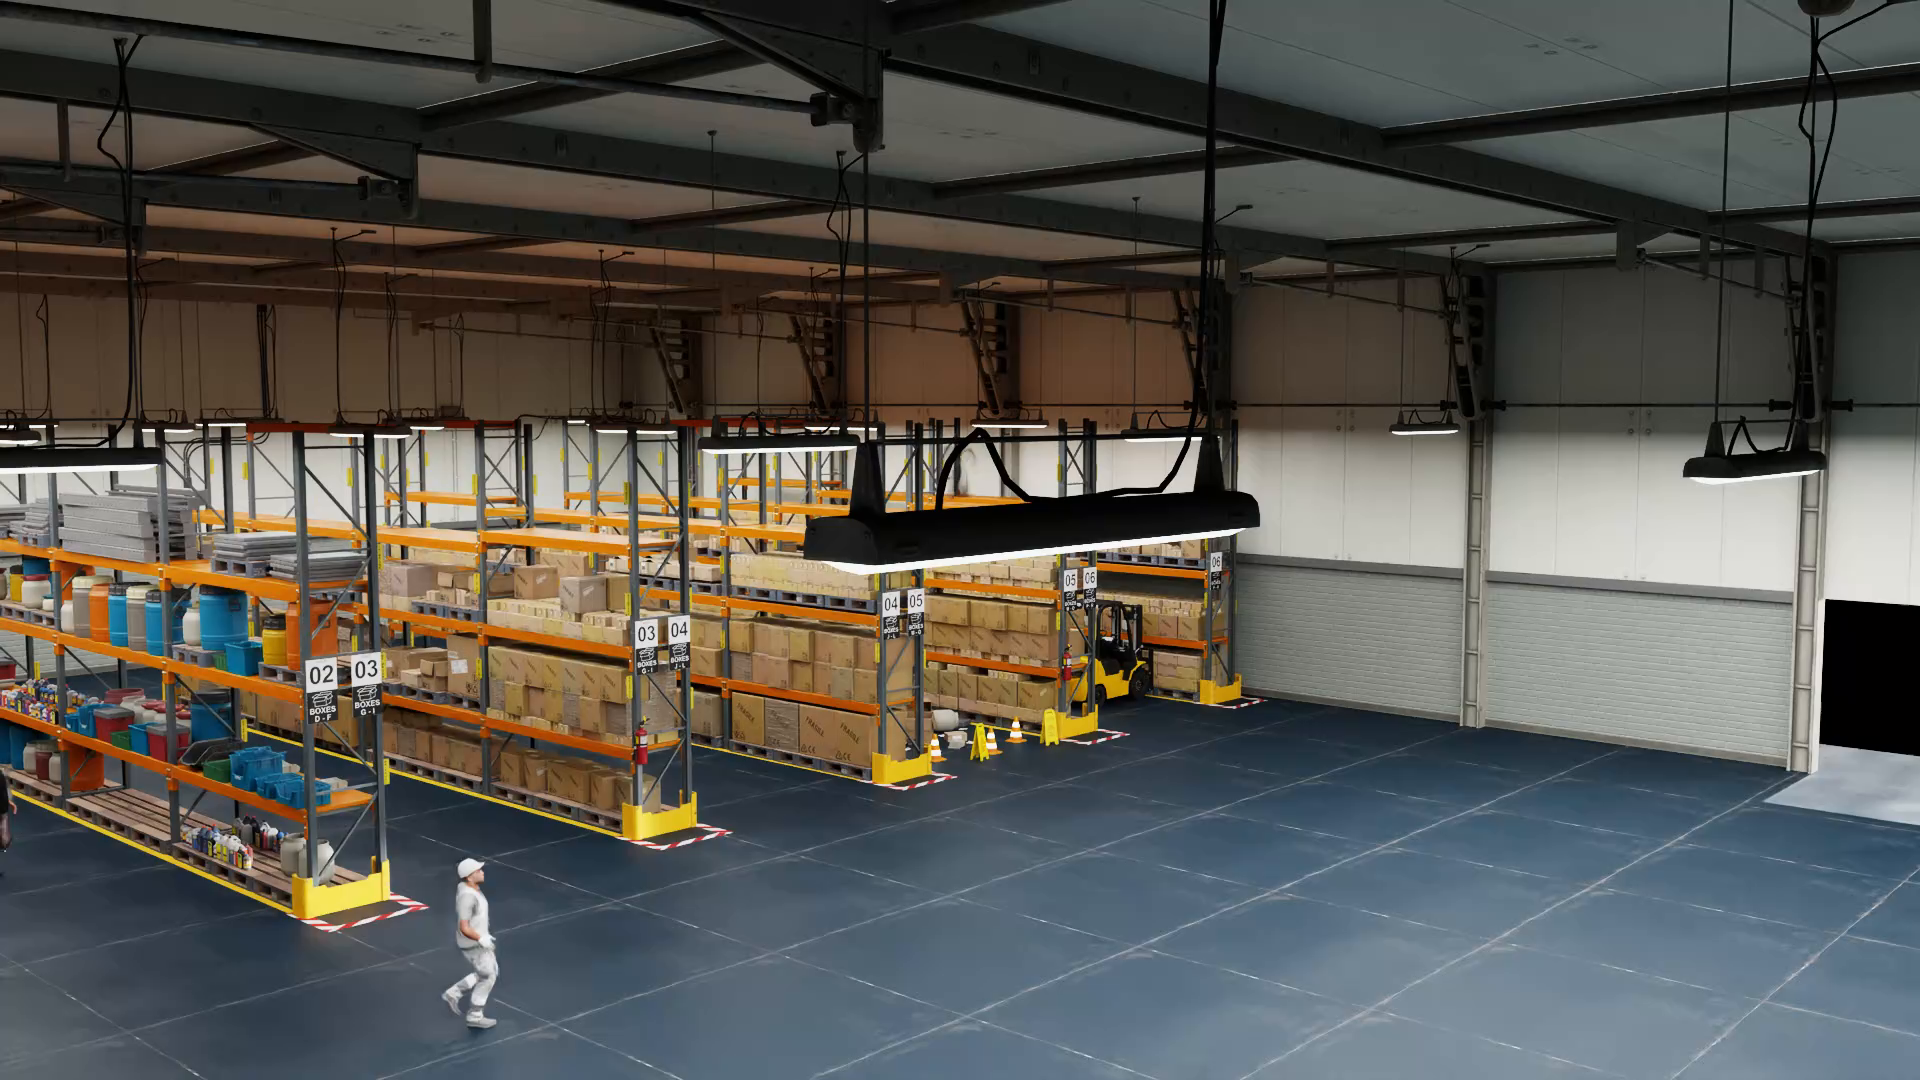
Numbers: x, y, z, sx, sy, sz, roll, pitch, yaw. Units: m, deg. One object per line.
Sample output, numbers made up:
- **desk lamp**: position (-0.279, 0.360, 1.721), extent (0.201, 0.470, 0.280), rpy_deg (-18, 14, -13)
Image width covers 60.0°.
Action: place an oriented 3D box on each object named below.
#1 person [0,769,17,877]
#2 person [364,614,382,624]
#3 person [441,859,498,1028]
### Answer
- **person**: position (-13.008, 3.680, 22.294), extent (0.585, 1.682, 0.661), rpy_deg (3, 6, 35)
- **person**: position (-13.950, 2.316, 39.217), extent (0.535, 1.611, 0.880), rpy_deg (0, 5, 2)
- **person**: position (-4.977, 4.086, 16.855), extent (0.565, 1.749, 0.653), rpy_deg (-1, 5, -17)
